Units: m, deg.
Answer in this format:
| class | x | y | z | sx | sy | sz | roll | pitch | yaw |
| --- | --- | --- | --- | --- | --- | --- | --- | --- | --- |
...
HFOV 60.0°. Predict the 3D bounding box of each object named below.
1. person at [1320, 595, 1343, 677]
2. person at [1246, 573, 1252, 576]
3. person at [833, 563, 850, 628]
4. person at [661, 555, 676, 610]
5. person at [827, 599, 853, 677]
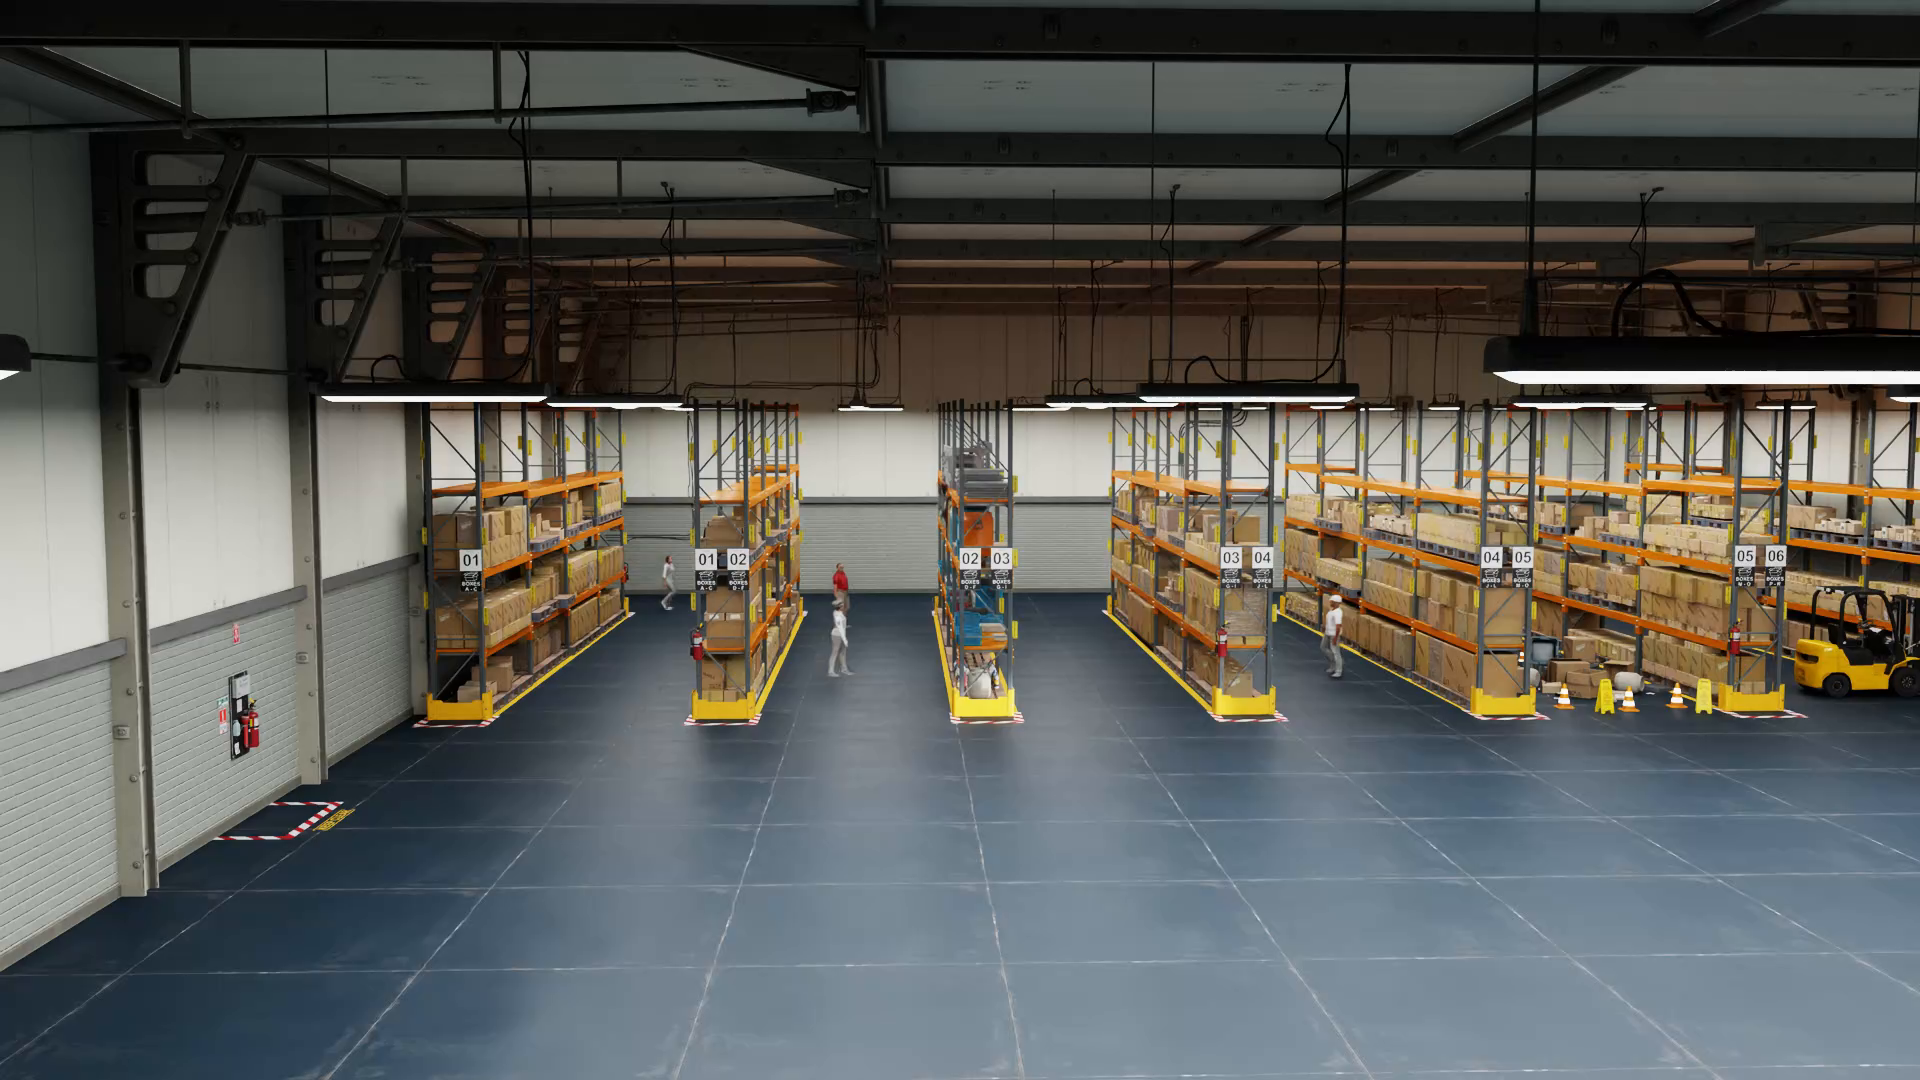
| class | x | y | z | sx | sy | sz | roll | pitch | yaw |
| --- | --- | --- | --- | --- | --- | --- | --- | --- | --- |
| person | 8.161 | 2.072 | 36.314 | 0.419 | 1.765 | 0.683 | -1 | 4 | -13 |
| person | 8.657 | 1.123 | 49.407 | 0.567 | 1.682 | 0.860 | 1 | 5 | 16 |
| person | -3.157 | 1.496 | 44.510 | 0.482 | 1.739 | 0.594 | 2 | 5 | 22 |
| person | -8.469 | 1.234 | 48.349 | 0.434 | 1.596 | 0.430 | 0 | 4 | -5 |
| person | -2.599 | 2.118 | 36.008 | 0.509 | 1.714 | 0.618 | 0 | 4 | 4 |
